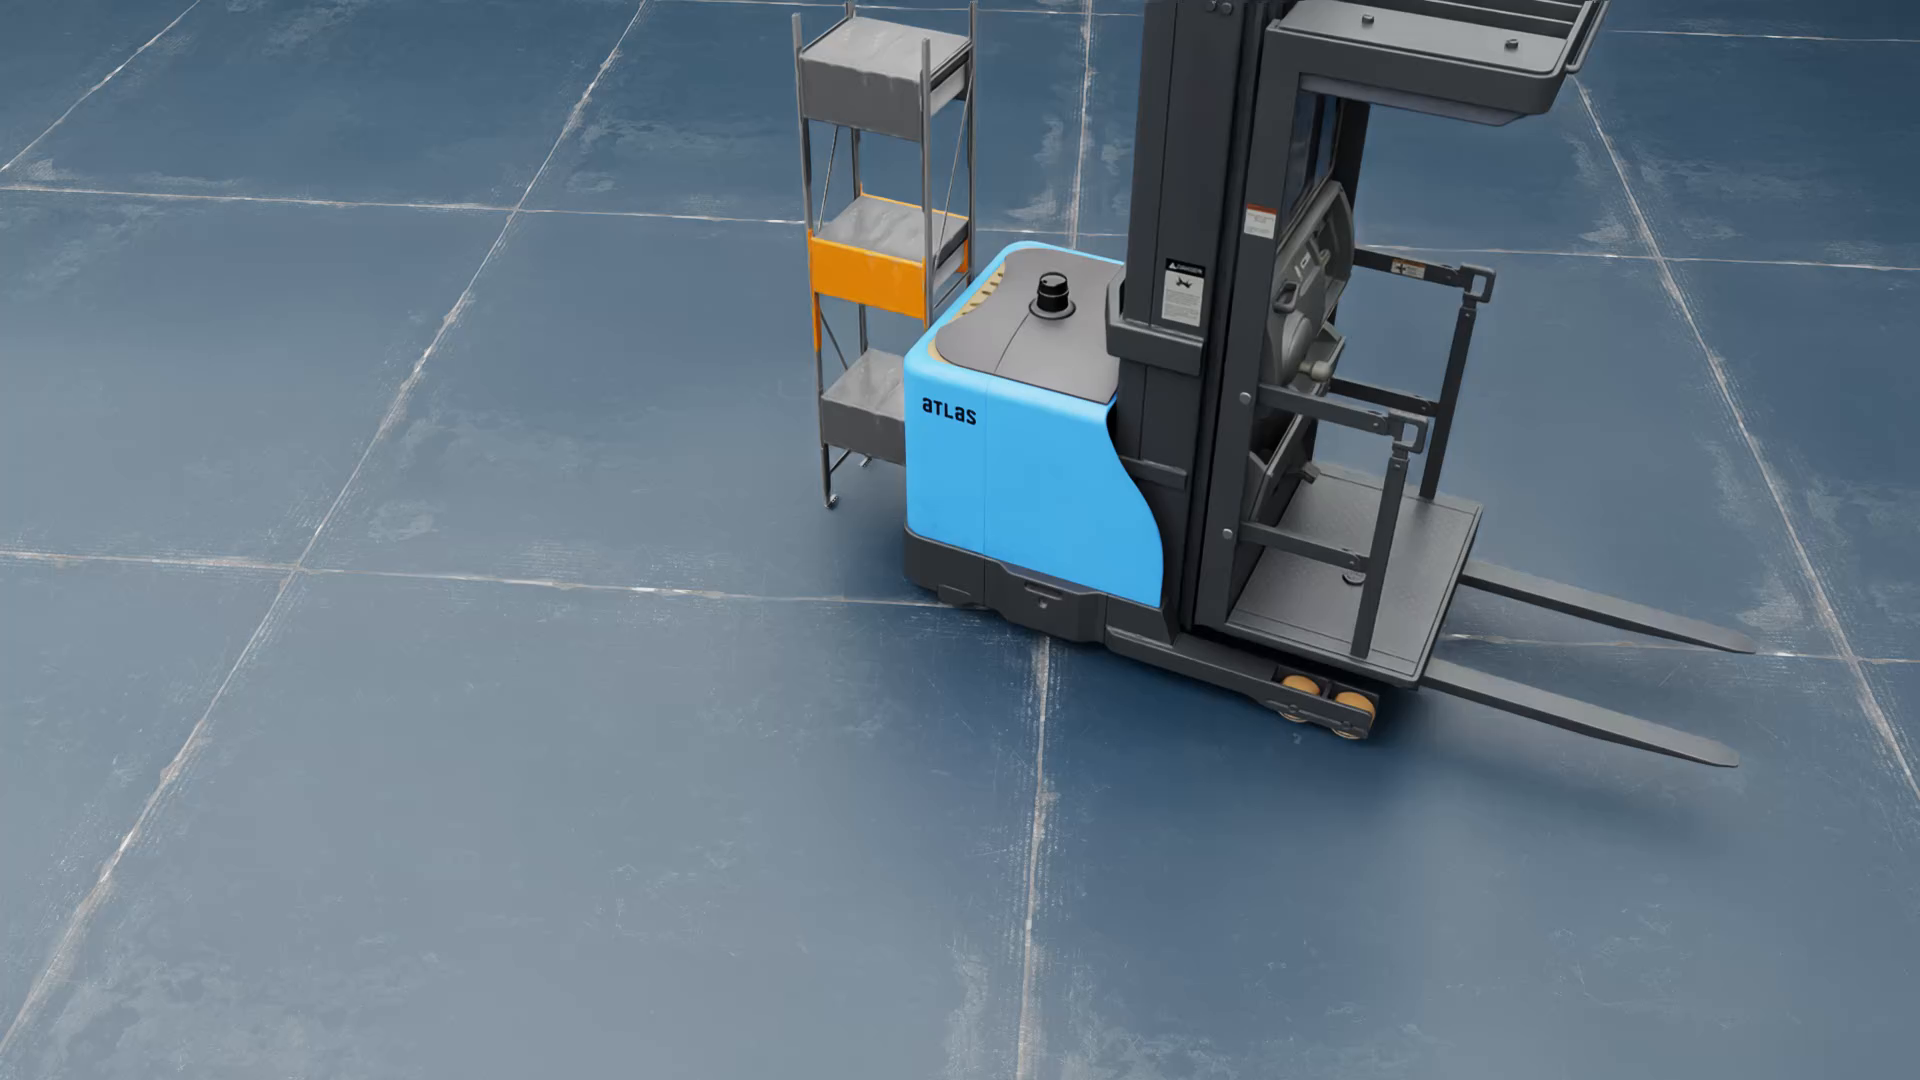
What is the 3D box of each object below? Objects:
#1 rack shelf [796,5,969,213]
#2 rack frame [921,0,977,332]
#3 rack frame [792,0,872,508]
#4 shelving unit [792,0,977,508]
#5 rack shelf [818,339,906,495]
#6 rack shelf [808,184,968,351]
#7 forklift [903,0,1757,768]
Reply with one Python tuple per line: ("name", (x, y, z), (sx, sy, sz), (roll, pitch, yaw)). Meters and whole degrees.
("rack shelf", (-0.254, -1.527, 5.875), (0.480, 0.518, 0.431), (17, 42, 20))
("rack frame", (-0.034, -0.928, 6.227), (0.015, 2.100, 0.400), (17, 42, 20))
("rack frame", (-0.474, -1.061, 6.390), (0.015, 2.100, 0.400), (17, 42, 20))
("shelving unit", (-0.254, -0.994, 6.308), (0.503, 2.100, 0.431), (17, 42, 20))
("rack shelf", (-0.254, -0.441, 6.759), (0.480, 0.518, 0.431), (17, 42, 20))
("rack shelf", (-0.254, -0.984, 6.317), (0.480, 0.518, 0.431), (17, 42, 20))
("forklift", (1.342, -0.818, 5.433), (3.031, 2.935, 1.130), (17, 42, 20))
